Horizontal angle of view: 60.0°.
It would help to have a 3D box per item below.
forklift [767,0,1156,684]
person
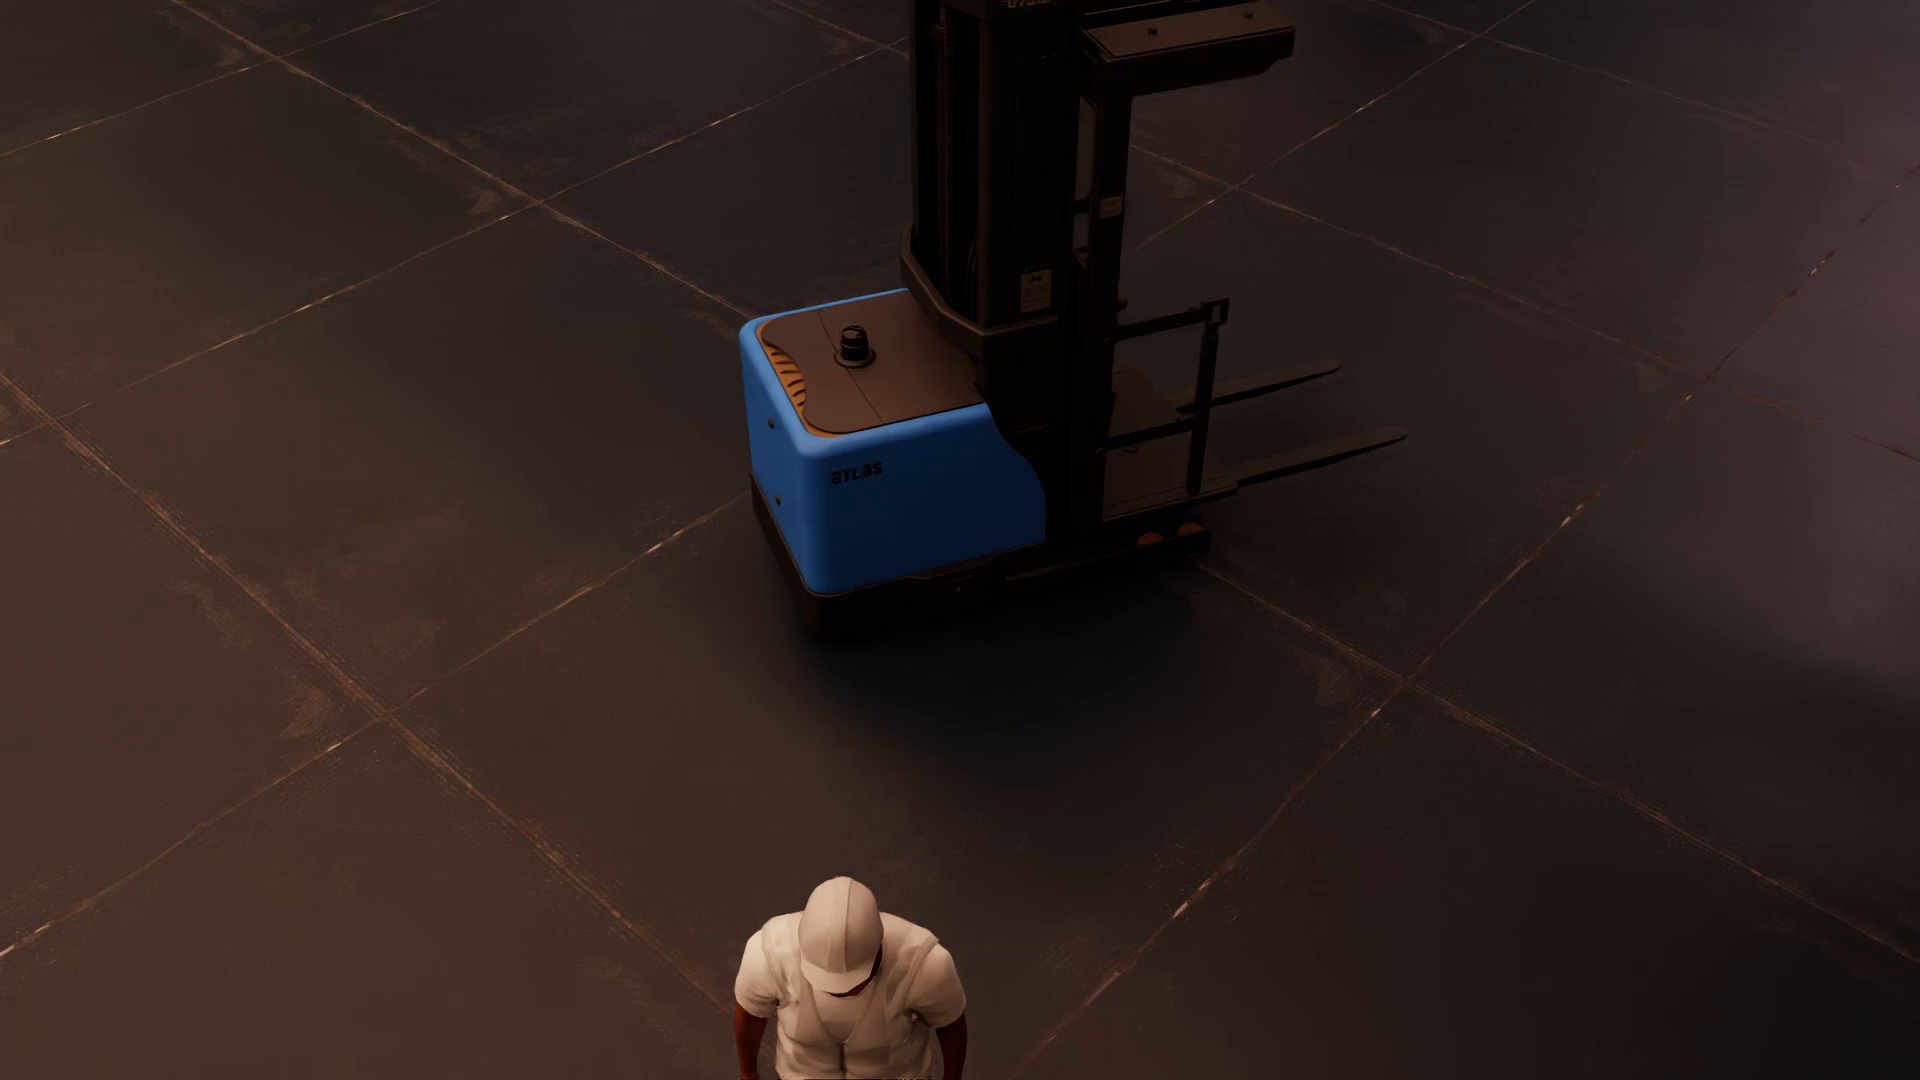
[{"bbox_3d":[0.211,-1.484,7.158,1.130,2.935,3.031,14,42,15],"label":"forklift"},{"bbox_3d":[-0.282,1.497,4.587,0.635,1.757,0.455,2,41,3],"label":"person"}]
